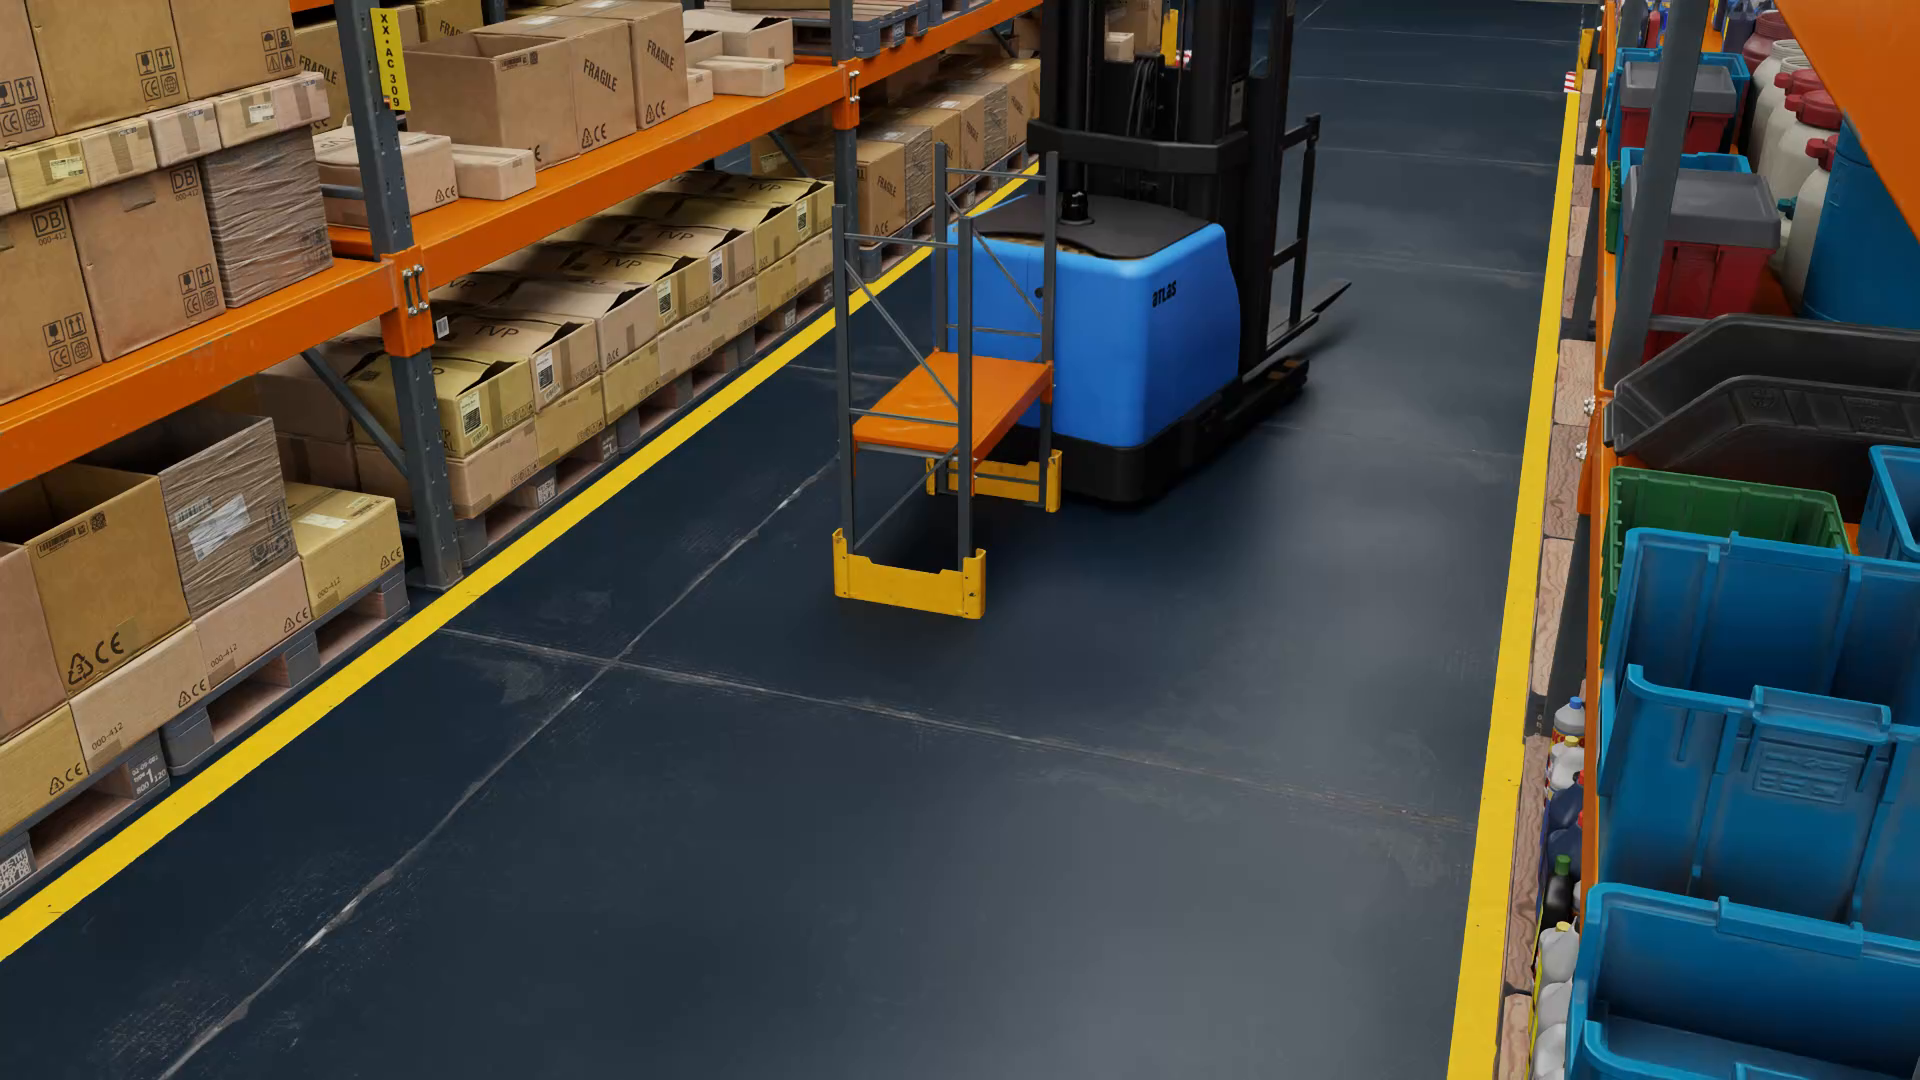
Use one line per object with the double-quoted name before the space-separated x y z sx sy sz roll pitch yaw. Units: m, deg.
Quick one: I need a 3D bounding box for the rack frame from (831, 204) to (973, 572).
"rack frame" -0.198 -0.431 5.919 0.500 1.500 0.032 9 27 17

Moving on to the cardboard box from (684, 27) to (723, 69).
"cardboard box" -1.559 -2.509 8.593 0.500 0.311 0.500 8 27 17

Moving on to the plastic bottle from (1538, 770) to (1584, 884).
"plastic bottle" 1.600 0.740 4.313 0.144 0.351 0.185 10 27 19

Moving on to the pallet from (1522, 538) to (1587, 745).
"pallet" 2.484 0.401 5.679 1.003 0.211 1.213 9 27 17

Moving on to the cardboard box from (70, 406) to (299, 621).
"cardboard box" -2.536 -0.108 5.344 0.500 0.500 0.500 9 27 17

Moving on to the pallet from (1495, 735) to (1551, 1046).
"pallet" 1.997 1.000 4.443 1.003 0.211 1.213 9 27 17

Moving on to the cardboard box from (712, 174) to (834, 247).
"cardboard box" -1.021 -1.842 9.142 0.500 0.311 0.500 9 27 19

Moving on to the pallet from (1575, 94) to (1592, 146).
"pallet" 5.534 -3.369 13.465 1.003 0.211 1.213 9 27 17

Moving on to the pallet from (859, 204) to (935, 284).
"pallet" -0.795 -1.935 10.505 1.003 0.211 1.213 9 27 17

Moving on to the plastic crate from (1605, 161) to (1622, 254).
"plastic crate" 2.573 -1.187 6.002 0.450 0.188 0.662 9 27 17

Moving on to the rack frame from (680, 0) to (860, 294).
"rack frame" -1.079 -2.889 9.275 1.000 3.000 0.127 9 27 17

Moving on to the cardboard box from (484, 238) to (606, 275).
"cardboard box" -2.040 -1.282 7.987 0.500 0.311 0.500 8 27 17

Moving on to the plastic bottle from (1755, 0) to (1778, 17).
"plastic bottle" 4.558 -2.913 9.381 0.144 0.351 0.185 9 27 17

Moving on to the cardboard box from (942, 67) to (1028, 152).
"cardboard box" 0.185 -3.159 12.197 0.500 0.500 0.500 9 27 18

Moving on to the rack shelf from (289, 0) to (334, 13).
"rack shelf" -5.086 -4.104 12.609 1.077 0.370 4.000 9 27 17

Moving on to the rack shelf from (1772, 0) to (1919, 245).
"rack shelf" 1.594 -0.730 2.199 1.077 0.370 4.000 9 27 17

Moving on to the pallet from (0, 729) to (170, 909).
"pallet" -3.119 0.834 4.786 1.003 0.211 1.213 9 27 17

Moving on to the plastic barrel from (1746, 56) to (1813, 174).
"plastic barrel" 3.310 -1.593 6.469 0.421 0.512 0.421 0 26 0

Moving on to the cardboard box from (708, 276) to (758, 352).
"cardboard box" -1.363 -1.170 8.398 0.500 0.250 0.500 9 27 19

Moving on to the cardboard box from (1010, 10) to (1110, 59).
"cardboard box" 0.872 -4.380 14.714 0.797 0.503 0.637 9 27 17

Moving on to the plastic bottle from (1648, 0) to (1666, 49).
"plastic bottle" 4.030 -3.000 9.651 0.097 0.271 0.097 0 26 0

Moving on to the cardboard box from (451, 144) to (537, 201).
"cardboard box" -1.923 -1.467 6.625 0.380 0.149 0.250 9 27 17

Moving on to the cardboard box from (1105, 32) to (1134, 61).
"cardboard box" 1.290 -4.492 15.235 0.500 0.250 0.500 9 27 17

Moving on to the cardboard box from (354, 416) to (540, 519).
"cardboard box" -2.042 -0.326 6.655 0.500 0.250 0.500 8 27 16

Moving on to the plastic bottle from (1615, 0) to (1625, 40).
"plastic bottle" 3.959 -3.101 9.859 0.097 0.271 0.097 0 26 0

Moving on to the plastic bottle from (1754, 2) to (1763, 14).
"plastic bottle" 4.569 -2.941 9.529 0.097 0.271 0.097 0 26 0

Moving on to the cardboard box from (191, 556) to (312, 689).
"cardboard box" -2.534 0.230 5.507 0.500 0.250 0.500 9 27 17

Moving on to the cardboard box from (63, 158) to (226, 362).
"cardboard box" -2.721 -0.889 5.030 0.700 0.500 0.500 8 27 17

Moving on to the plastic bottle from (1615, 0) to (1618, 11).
"plastic bottle" 4.332 -3.530 10.826 0.097 0.201 0.097 0 26 0

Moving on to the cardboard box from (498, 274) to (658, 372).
"cardboard box" -1.695 -1.001 7.404 0.500 0.311 0.500 8 27 16

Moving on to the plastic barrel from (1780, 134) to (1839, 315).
"plastic barrel" 2.785 -0.948 5.110 0.433 0.535 0.433 0 26 0

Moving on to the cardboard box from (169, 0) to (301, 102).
"cardboard box" -2.552 -1.691 5.197 0.700 0.500 0.500 9 27 18

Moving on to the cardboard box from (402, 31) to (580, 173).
"cardboard box" -1.964 -1.820 6.952 0.500 0.500 0.500 11 28 21

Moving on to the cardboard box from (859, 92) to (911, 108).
"cardboard box" -0.648 -2.809 11.474 0.500 0.500 0.500 8 27 15

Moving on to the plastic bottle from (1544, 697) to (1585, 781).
"plastic bottle" 1.740 0.572 4.752 0.097 0.271 0.097 0 26 0

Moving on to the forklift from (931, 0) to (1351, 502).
"forklift" 1.075 -2.074 7.670 1.130 2.935 3.031 15 30 29

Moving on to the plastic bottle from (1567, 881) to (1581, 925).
"plastic bottle" 1.523 0.920 4.035 0.097 0.271 0.097 0 26 0

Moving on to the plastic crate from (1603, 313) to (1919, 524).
"plastic crate" 1.965 -0.301 4.000 0.767 0.338 0.504 9 27 17

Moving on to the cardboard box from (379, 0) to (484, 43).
"cardboard box" -4.514 -4.185 13.937 0.750 0.750 0.750 9 27 18

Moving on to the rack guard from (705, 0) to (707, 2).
"rack guard" -3.082 -5.778 18.110 1.175 0.500 0.348 9 27 17

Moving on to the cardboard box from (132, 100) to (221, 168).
"cardboard box" -2.468 -1.230 4.989 0.380 0.149 0.250 8 27 16

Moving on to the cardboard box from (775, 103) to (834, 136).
"cardboard box" -0.975 -2.742 10.473 0.500 0.250 0.500 10 28 19

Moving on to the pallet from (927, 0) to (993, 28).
"pallet" -0.436 -3.602 10.969 1.003 0.211 1.213 9 27 17

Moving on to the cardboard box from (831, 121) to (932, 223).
"cardboard box" -0.489 -2.323 10.470 0.500 0.500 0.500 8 27 16

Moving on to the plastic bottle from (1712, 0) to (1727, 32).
"plastic bottle" 4.727 -3.310 10.202 0.144 0.351 0.185 9 27 17

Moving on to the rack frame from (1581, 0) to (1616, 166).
"rack frame" 4.922 -3.813 11.183 1.000 3.000 0.127 9 27 17

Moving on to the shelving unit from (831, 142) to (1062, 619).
"shelving unit" -0.025 -0.644 6.358 0.587 1.500 1.083 9 27 17

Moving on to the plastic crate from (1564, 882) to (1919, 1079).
"plastic crate" 1.034 0.670 2.094 0.499 0.251 0.408 9 27 17

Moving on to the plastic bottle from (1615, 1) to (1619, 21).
"plastic bottle" 4.190 -3.354 10.464 0.097 0.201 0.097 0 26 0

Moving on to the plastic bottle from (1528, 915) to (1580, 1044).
"plastic bottle" 1.395 0.993 3.792 0.144 0.351 0.185 9 27 17

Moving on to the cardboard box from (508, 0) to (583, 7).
"cardboard box" -3.905 -4.812 15.633 0.700 0.500 0.500 8 27 17

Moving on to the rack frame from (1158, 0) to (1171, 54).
"rack frame" 1.583 -6.177 16.065 1.000 3.000 0.127 9 27 17
